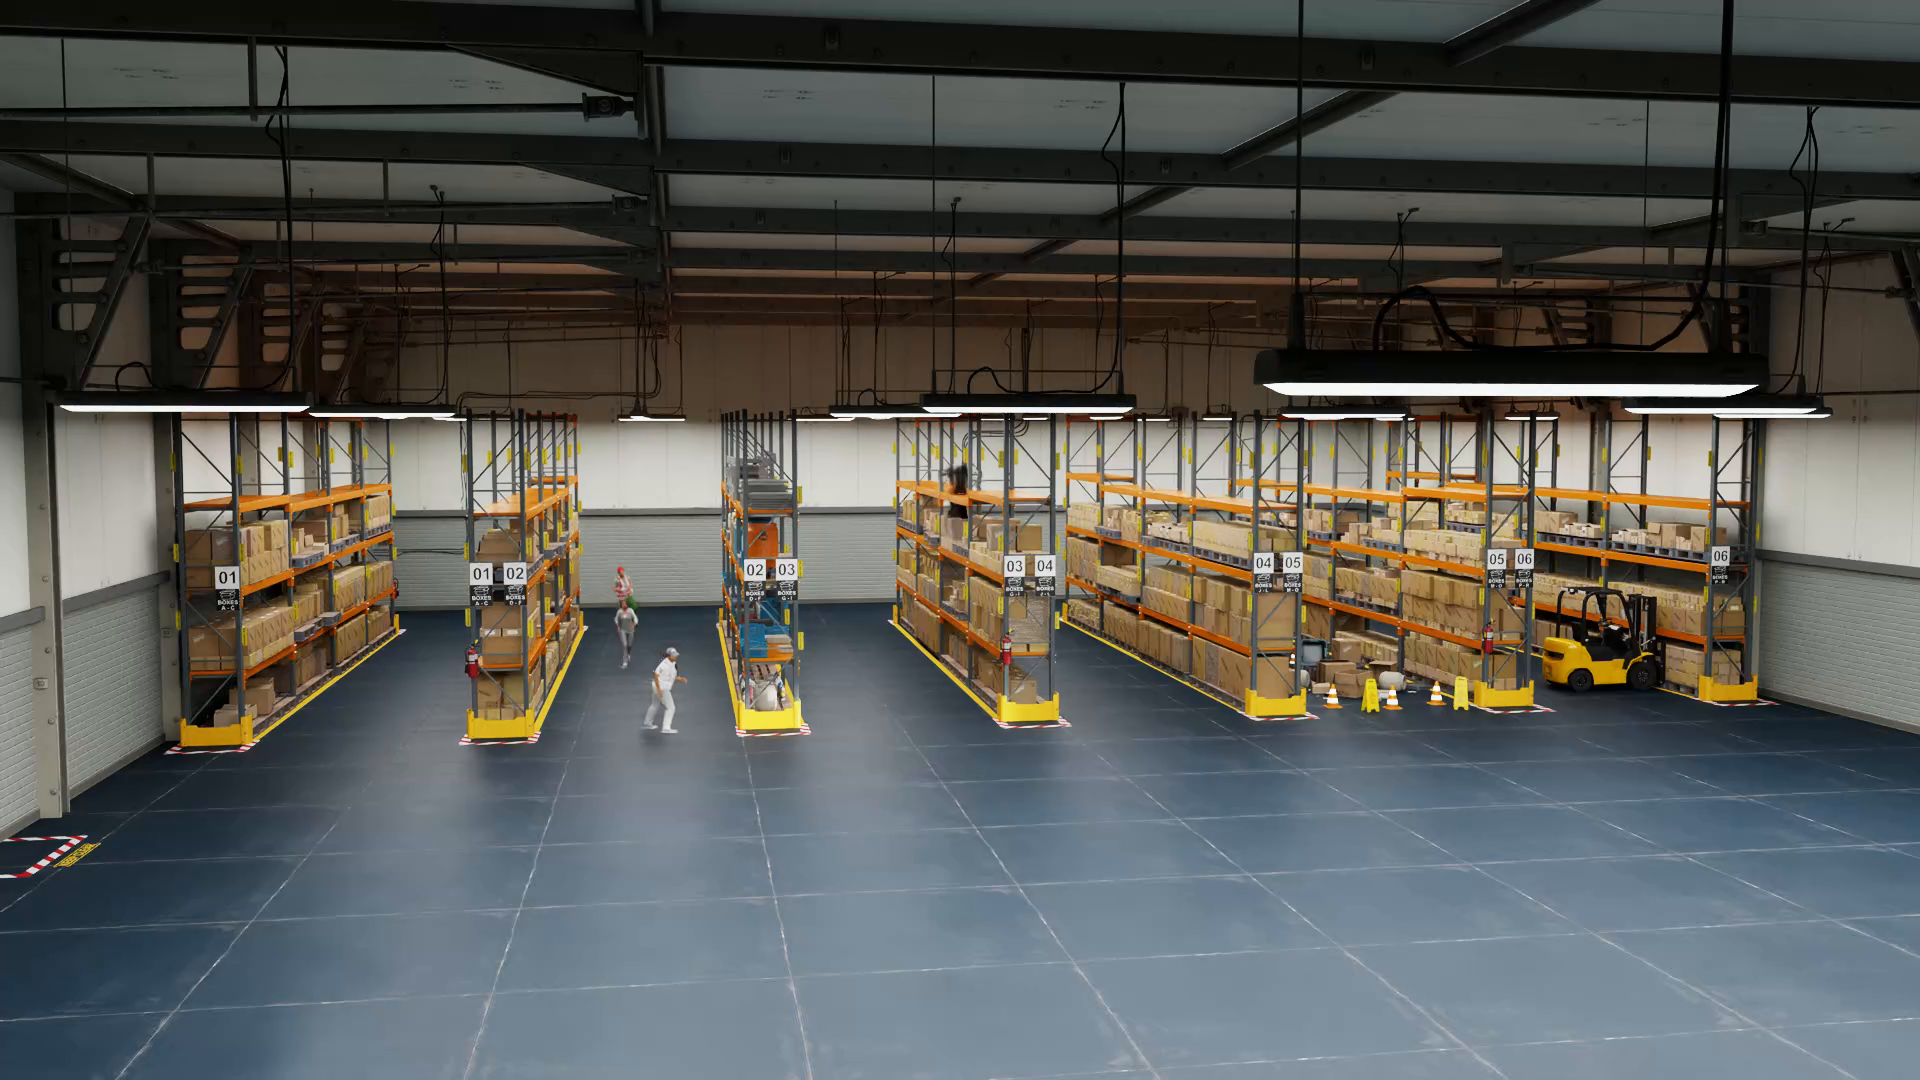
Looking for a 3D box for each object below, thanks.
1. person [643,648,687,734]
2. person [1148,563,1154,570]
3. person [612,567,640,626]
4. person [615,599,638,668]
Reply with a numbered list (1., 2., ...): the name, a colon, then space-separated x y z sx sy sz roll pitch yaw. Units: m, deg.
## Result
1. person: -5.494 2.780 30.937 0.838 1.595 0.633 0 4 -6
2. person: 5.719 1.512 48.527 0.923 1.671 0.597 3 5 34
3. person: -9.429 1.594 46.774 0.786 1.711 0.667 -3 5 -39
4. person: -7.890 2.190 39.334 0.542 1.607 0.733 -1 4 -8
